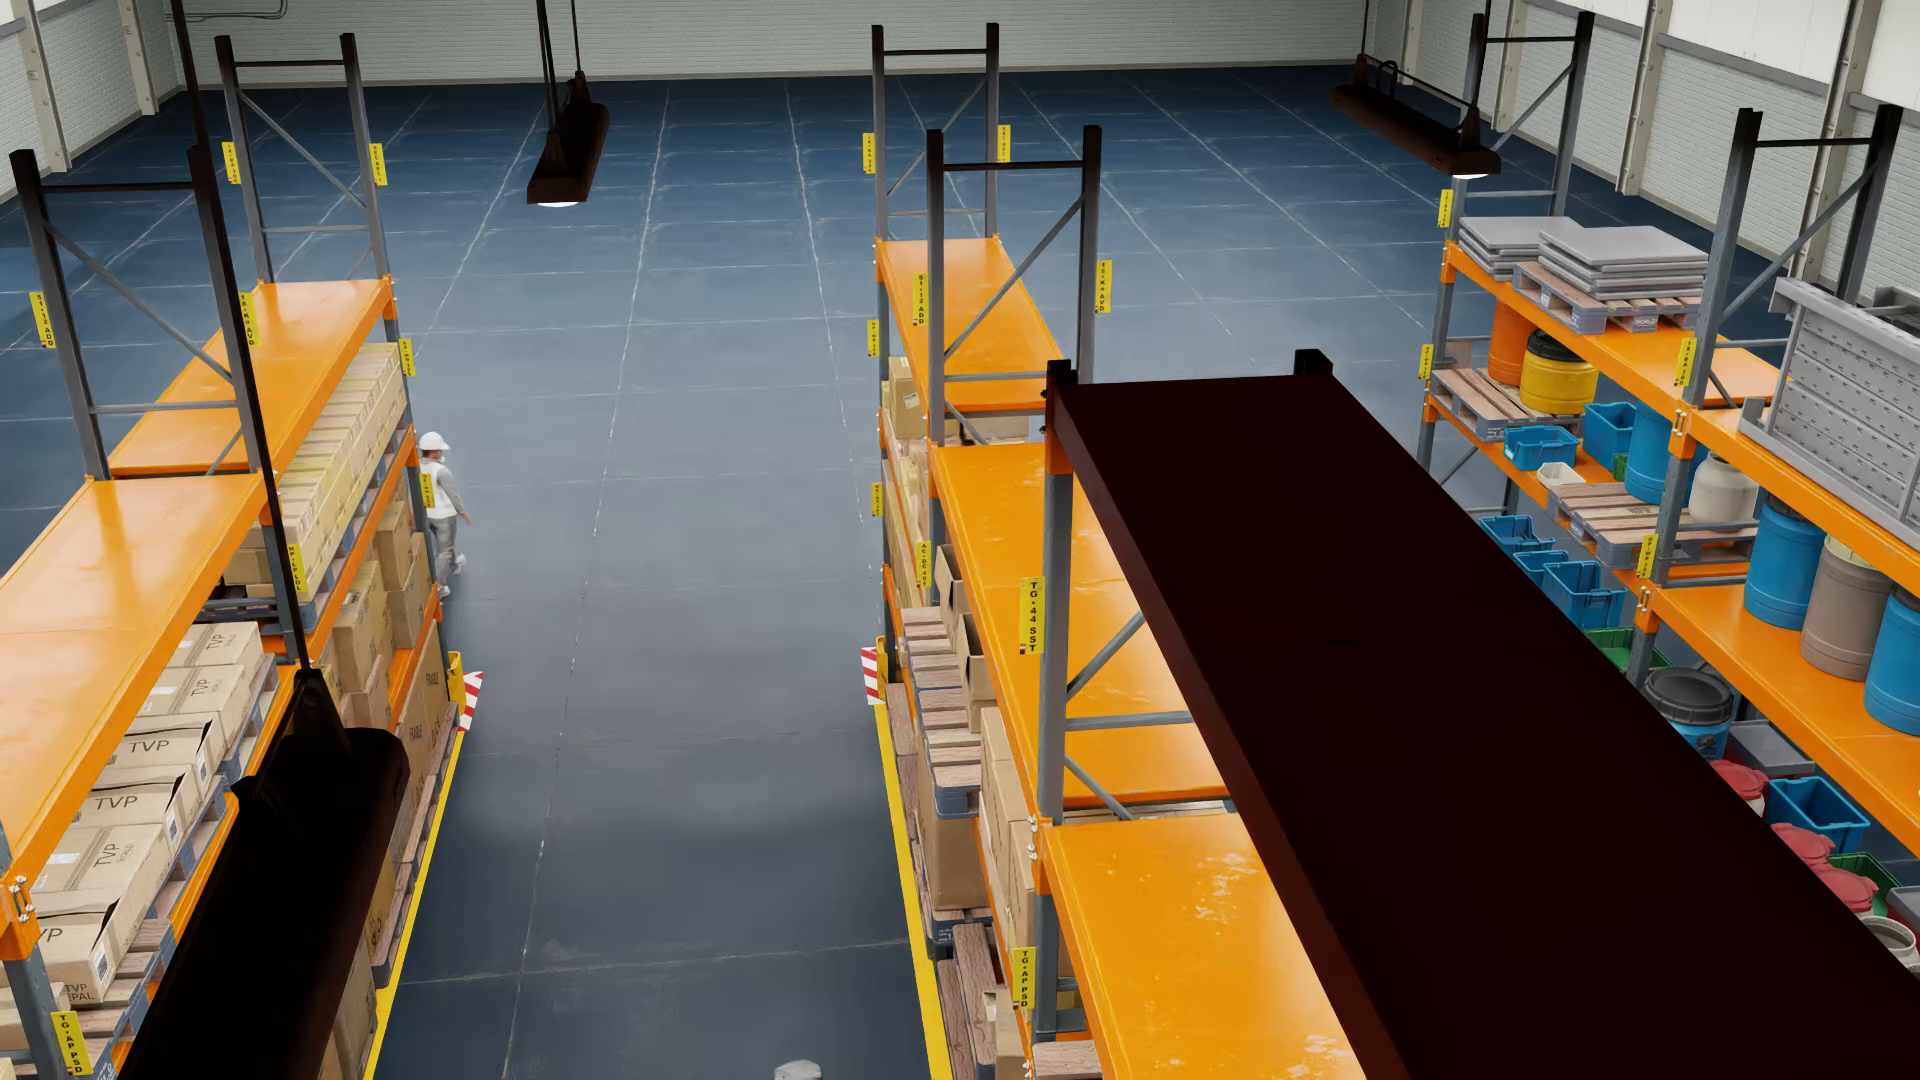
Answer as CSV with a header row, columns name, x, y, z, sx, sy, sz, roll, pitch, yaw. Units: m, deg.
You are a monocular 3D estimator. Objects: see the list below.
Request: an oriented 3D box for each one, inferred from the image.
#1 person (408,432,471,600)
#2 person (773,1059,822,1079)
name,x,y,z,sx,sy,sz,roll,pitch,yaw
person,-5.332,-0.303,17.140,0.586,1.743,0.902,12,28,23
person,-0.891,3.510,9.210,0.539,1.679,0.537,0,25,0
